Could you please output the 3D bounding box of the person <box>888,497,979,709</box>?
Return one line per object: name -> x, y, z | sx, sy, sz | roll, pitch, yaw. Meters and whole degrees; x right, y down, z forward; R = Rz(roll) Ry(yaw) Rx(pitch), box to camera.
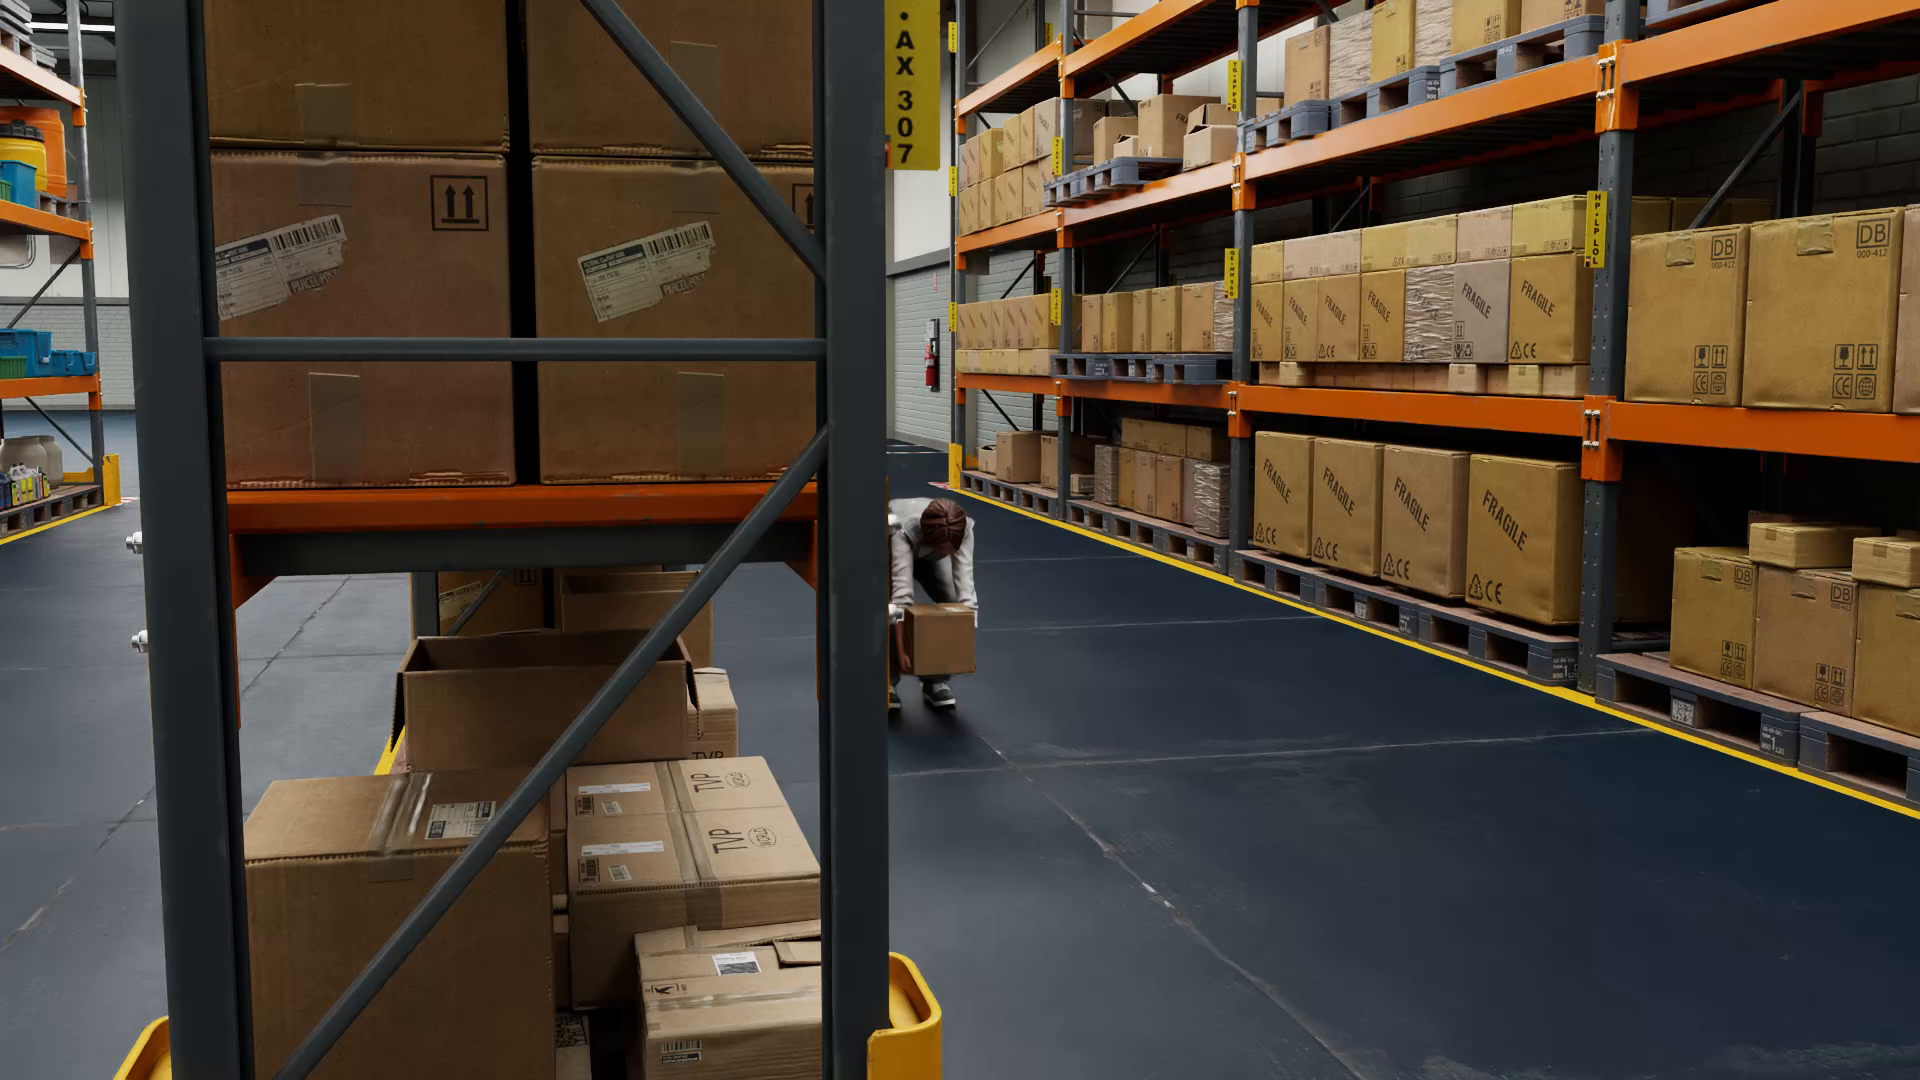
person -> -0.161, 0.264, 6.994 | 0.427, 0.936, 0.863 | -2, 7, -16
